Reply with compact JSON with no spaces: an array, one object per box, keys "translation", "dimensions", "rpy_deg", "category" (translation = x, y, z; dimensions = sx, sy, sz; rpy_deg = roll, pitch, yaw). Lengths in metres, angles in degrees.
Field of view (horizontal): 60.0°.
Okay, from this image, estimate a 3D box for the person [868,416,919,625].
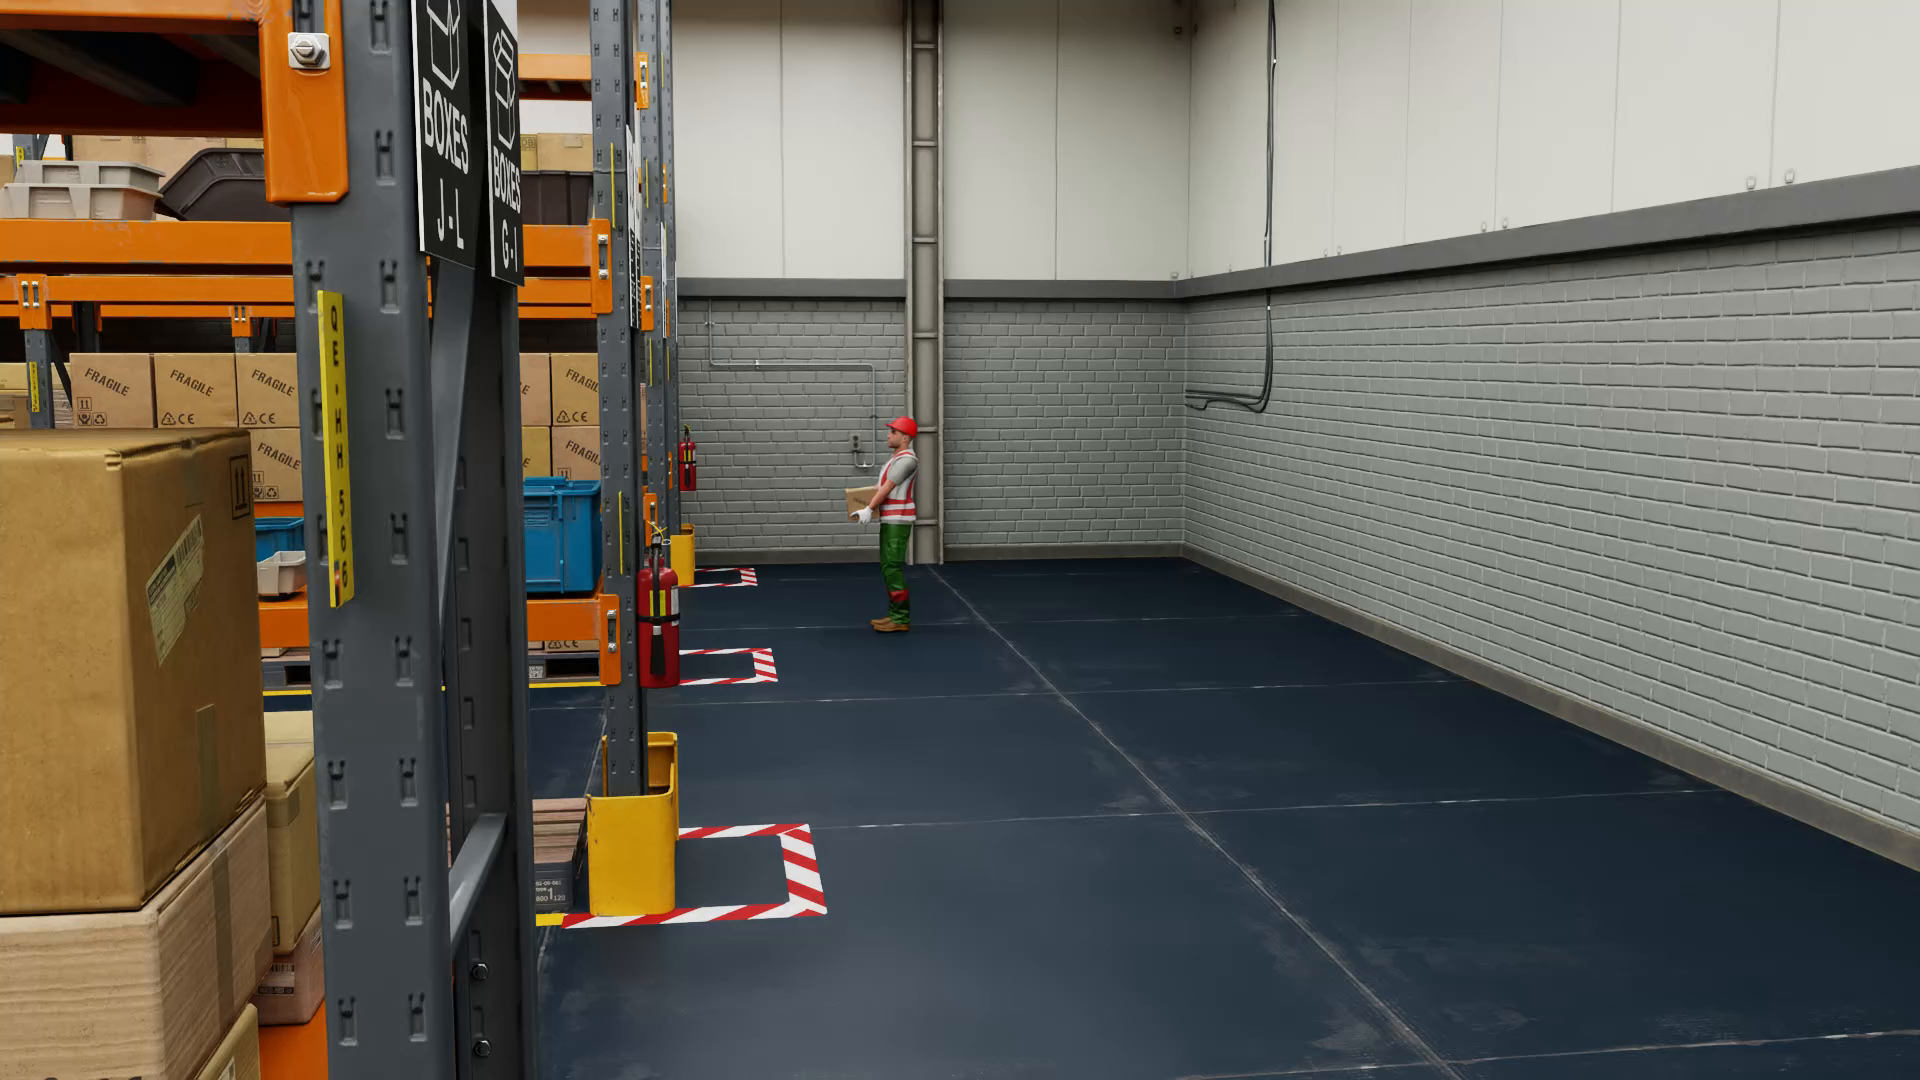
[{"translation":[-0.557,-0.164,13.830],"dimensions":[0.414,1.723,0.493],"rpy_deg":[-1,6,-8],"category":"person"}]
